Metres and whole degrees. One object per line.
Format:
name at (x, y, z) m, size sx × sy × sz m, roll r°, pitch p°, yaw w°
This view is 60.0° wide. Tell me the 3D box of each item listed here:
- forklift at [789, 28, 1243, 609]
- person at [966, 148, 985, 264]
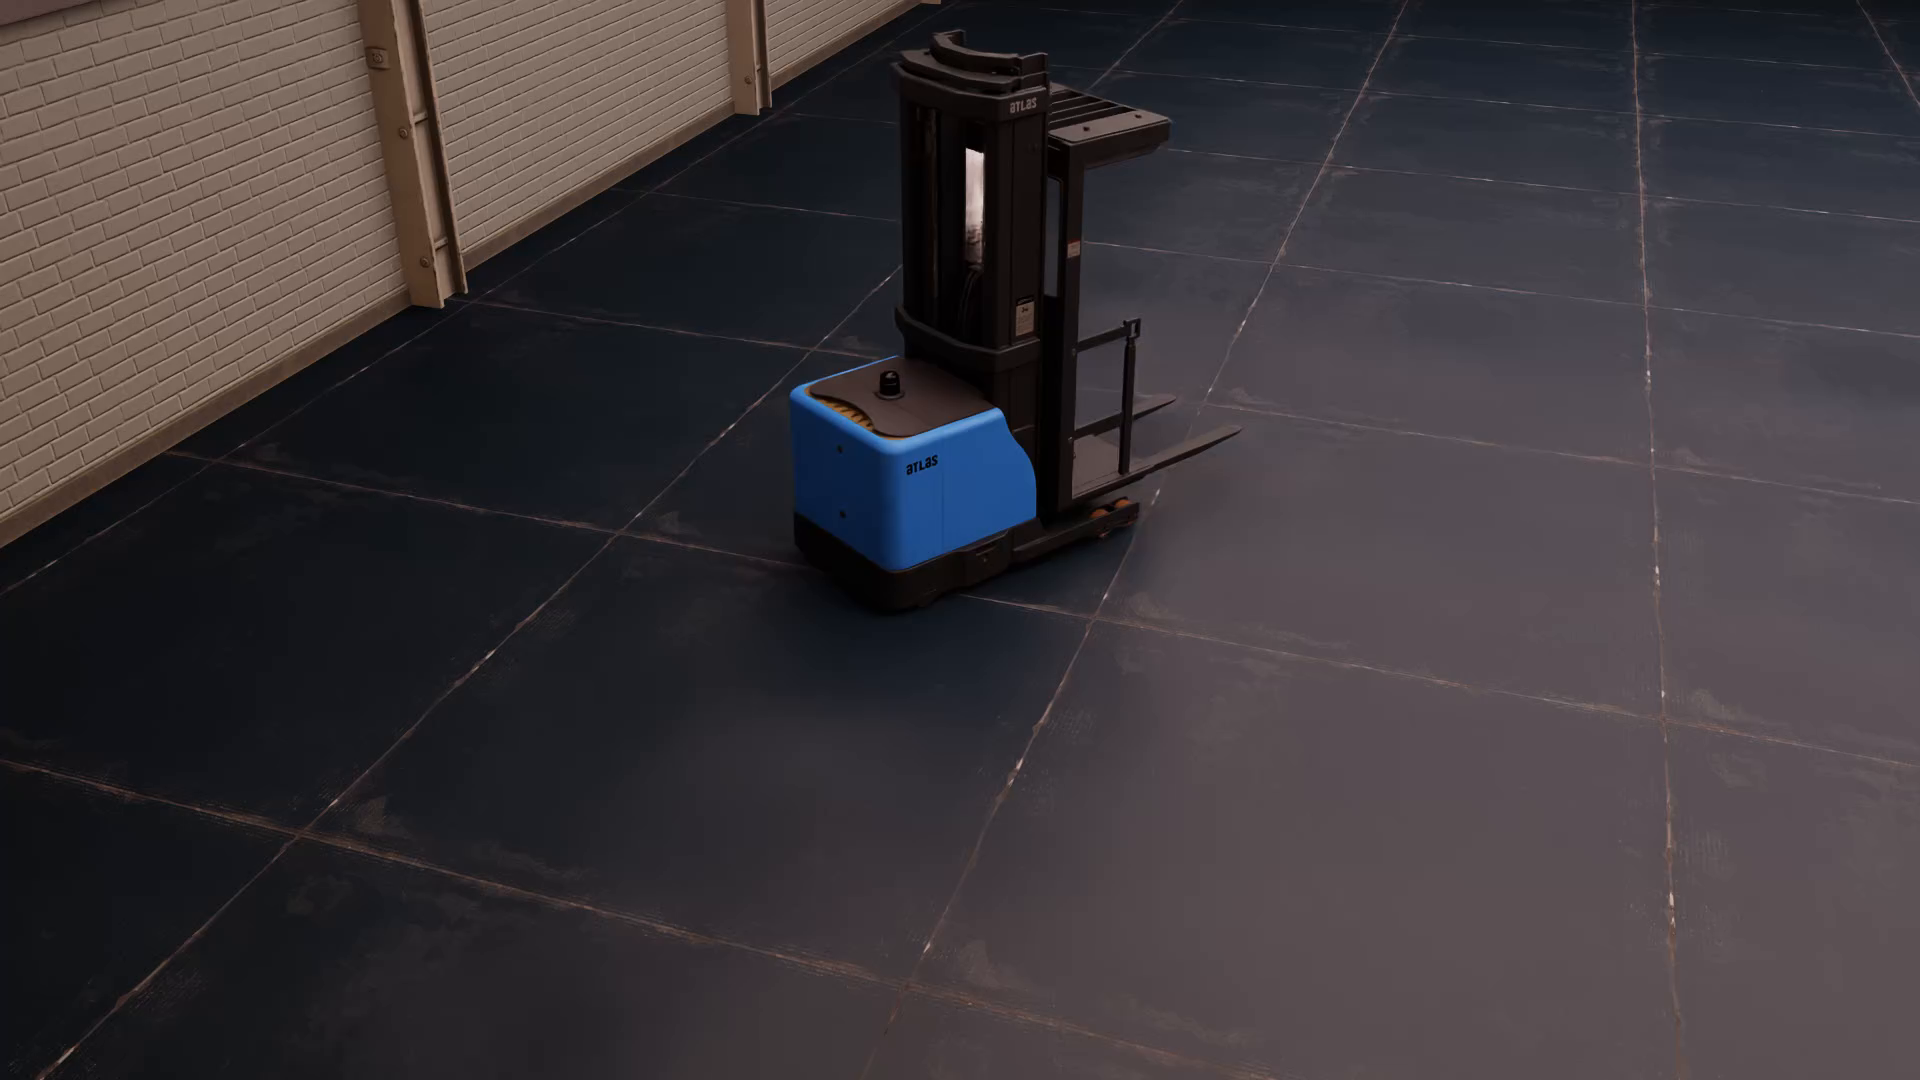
forklift at (0.476, -1.476, 9.725) m, size 3.031 × 2.935 × 1.130 m, roll -22°, pitch 36°, yaw -33°
person at (-0.006, -2.442, 12.595) m, size 0.619 × 1.772 × 0.450 m, roll -1°, pitch 30°, yaw -1°
